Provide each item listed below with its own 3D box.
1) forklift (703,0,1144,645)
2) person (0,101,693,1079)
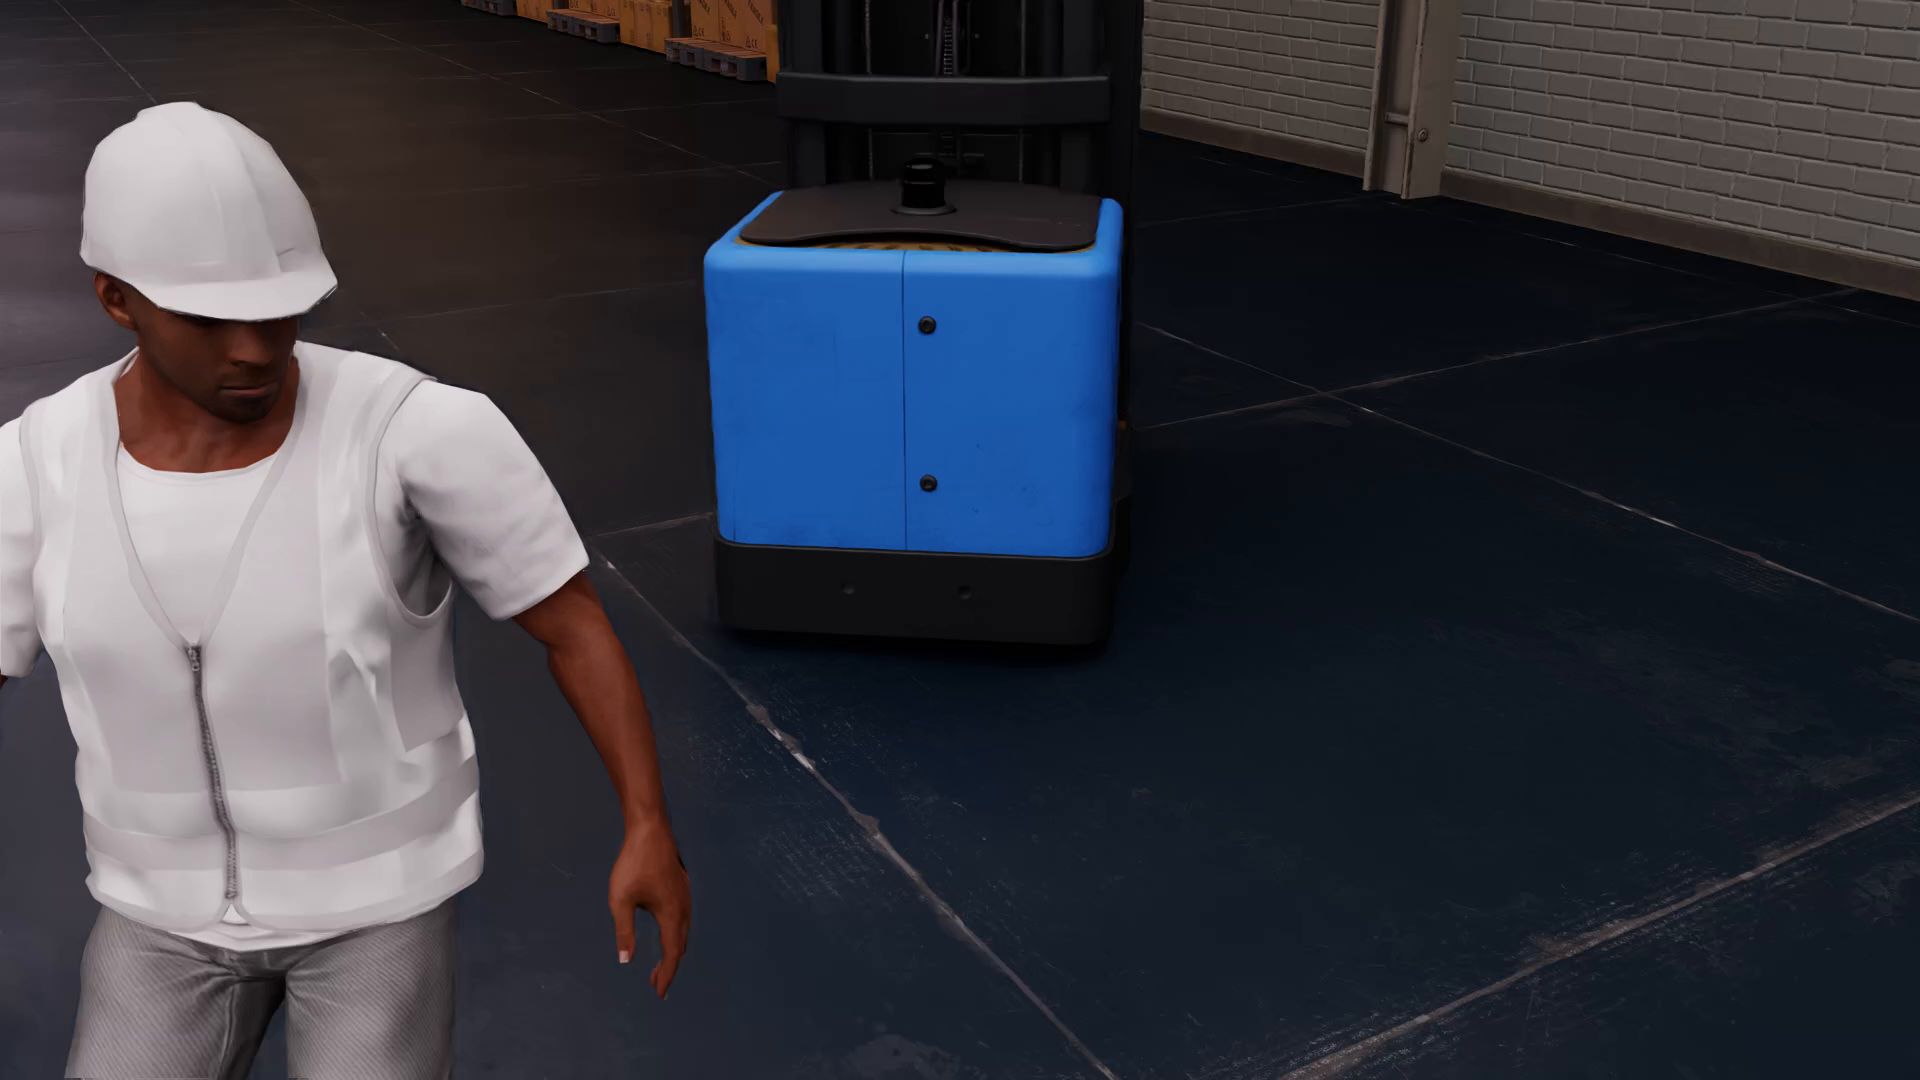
[{"bbox_3d":[0.027,-1.606,5.188,1.130,2.935,3.031,2,22,6],"label":"forklift"},{"bbox_3d":[-0.717,0.413,1.859,0.838,1.748,0.494,0,22,0],"label":"person"}]
